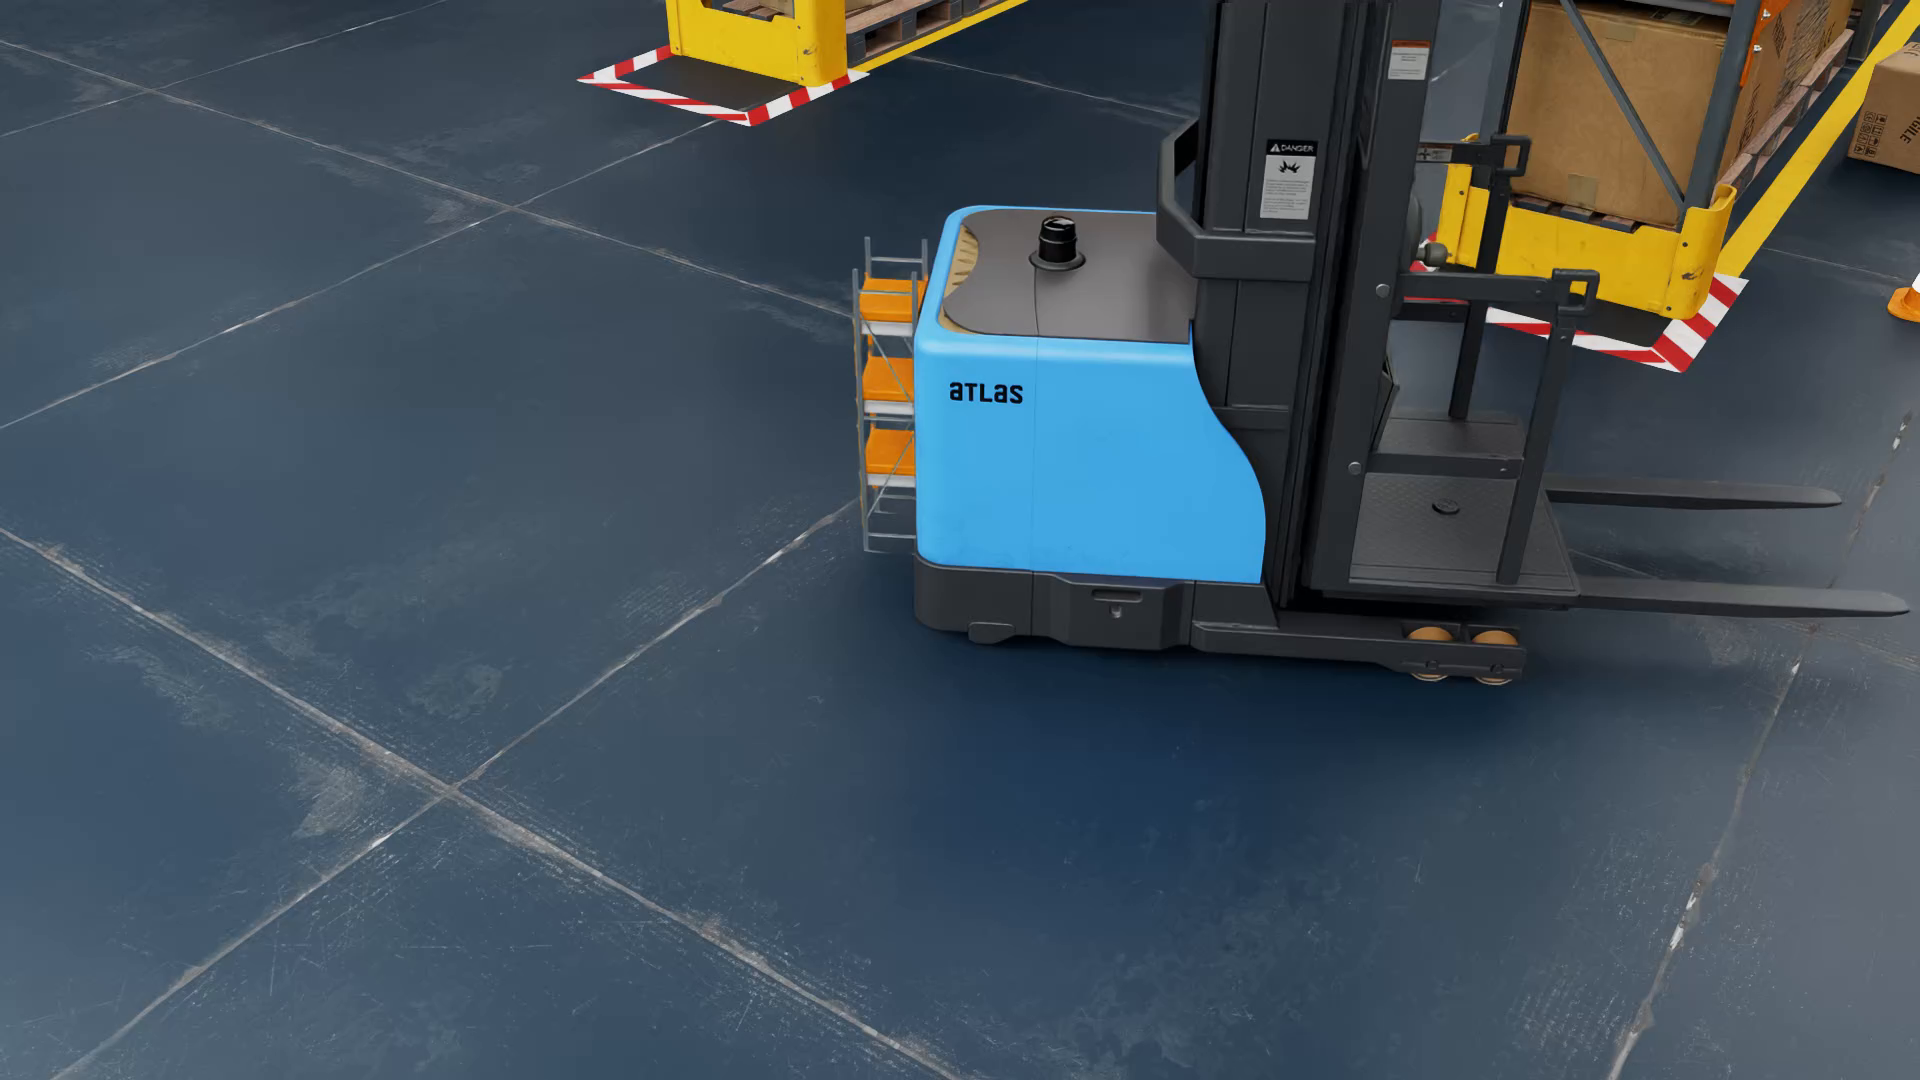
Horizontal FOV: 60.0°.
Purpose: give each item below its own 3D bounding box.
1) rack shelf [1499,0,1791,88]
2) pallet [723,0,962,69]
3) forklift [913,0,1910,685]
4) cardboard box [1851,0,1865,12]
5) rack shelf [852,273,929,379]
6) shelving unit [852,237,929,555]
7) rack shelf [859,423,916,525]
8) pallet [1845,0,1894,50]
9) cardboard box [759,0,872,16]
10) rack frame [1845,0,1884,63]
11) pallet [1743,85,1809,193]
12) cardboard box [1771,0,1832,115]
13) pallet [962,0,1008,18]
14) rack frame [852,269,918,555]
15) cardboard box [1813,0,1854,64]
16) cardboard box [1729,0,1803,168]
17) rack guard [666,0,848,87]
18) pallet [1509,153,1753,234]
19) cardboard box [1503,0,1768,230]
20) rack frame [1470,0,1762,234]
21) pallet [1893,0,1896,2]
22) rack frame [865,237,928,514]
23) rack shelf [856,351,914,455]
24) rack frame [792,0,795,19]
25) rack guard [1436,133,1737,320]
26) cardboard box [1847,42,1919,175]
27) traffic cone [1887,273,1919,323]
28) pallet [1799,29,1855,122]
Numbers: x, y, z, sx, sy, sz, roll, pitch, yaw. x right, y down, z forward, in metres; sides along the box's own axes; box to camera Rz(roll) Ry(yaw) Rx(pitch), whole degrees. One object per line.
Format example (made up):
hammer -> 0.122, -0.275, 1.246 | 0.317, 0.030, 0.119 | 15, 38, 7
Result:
rack shelf -> 3.898, -3.073, 8.258 | 1.077, 0.370, 4.000 | 21, 39, 28
pallet -> -0.724, -3.324, 10.476 | 1.003, 0.211, 1.213 | 21, 39, 28
forklift -> 1.405, -1.084, 4.737 | 3.031, 2.935, 1.130 | 3, 34, 5
cardboard box -> 5.318, -3.848, 10.395 | 1.050, 0.750, 0.750 | 21, 39, 28
rack shelf -> -0.217, -0.684, 5.336 | 0.215, 0.259, 0.240 | 4, 34, 5
shelving unit -> -0.216, -0.458, 5.489 | 0.215, 1.050, 0.252 | 4, 34, 5
rack shelf -> -0.216, -0.219, 5.651 | 0.215, 0.259, 0.240 | 4, 34, 5
pallet -> 5.416, -3.515, 10.760 | 1.003, 0.211, 1.213 | 21, 39, 28
cardboard box -> -0.890, -3.502, 10.107 | 0.500, 0.500, 0.500 | -29, 43, -35
rack frame -> 5.038, -4.291, 9.418 | 1.000, 3.000, 0.127 | 21, 39, 28
pallet -> 3.845, -2.247, 8.885 | 1.003, 0.211, 1.213 | 21, 39, 28
cardboard box -> 4.111, -2.902, 8.885 | 0.875, 0.875, 0.875 | 22, 40, 29
pallet -> -0.028, -3.883, 11.303 | 1.003, 0.211, 1.213 | 21, 39, 28
rack frame -> -0.230, -0.390, 5.389 | 0.200, 1.050, 0.008 | 4, 34, 5
cardboard box -> 4.622, -3.318, 9.500 | 0.875, 0.875, 0.875 | 22, 40, 29
cardboard box -> 3.590, -2.483, 8.266 | 0.875, 0.875, 0.875 | 21, 39, 27
rack guard -> -1.217, -3.081, 9.859 | 1.175, 0.500, 0.348 | 21, 39, 28
pallet -> 3.149, -1.688, 8.058 | 1.003, 0.211, 1.213 | 21, 39, 28
cardboard box -> 3.090, -2.077, 7.666 | 0.875, 0.875, 0.875 | 21, 40, 28
rack frame -> 2.757, -2.450, 6.696 | 1.000, 3.000, 0.127 | 21, 39, 28
pallet -> 6.111, -4.079, 11.593 | 1.003, 0.211, 1.213 | 21, 39, 28
rack frame -> -0.203, -0.526, 5.590 | 0.200, 1.050, 0.008 | 4, 34, 5
rack shelf -> -0.216, -0.449, 5.495 | 0.215, 0.259, 0.240 | 4, 34, 5
rack frame -> -1.260, -4.081, 9.107 | 1.000, 3.000, 0.127 | 21, 39, 28
rack guard -> 2.744, -1.404, 7.380 | 1.175, 0.500, 0.348 | 21, 39, 28
cardboard box -> 4.996, -2.215, 8.576 | 0.500, 0.500, 0.500 | 29, 44, 36
traffic cone -> 4.227, -1.190, 7.097 | 0.336, 0.463, 0.334 | 21, 39, 28
pallet -> 4.540, -2.811, 9.718 | 1.003, 0.211, 1.213 | 21, 39, 28
